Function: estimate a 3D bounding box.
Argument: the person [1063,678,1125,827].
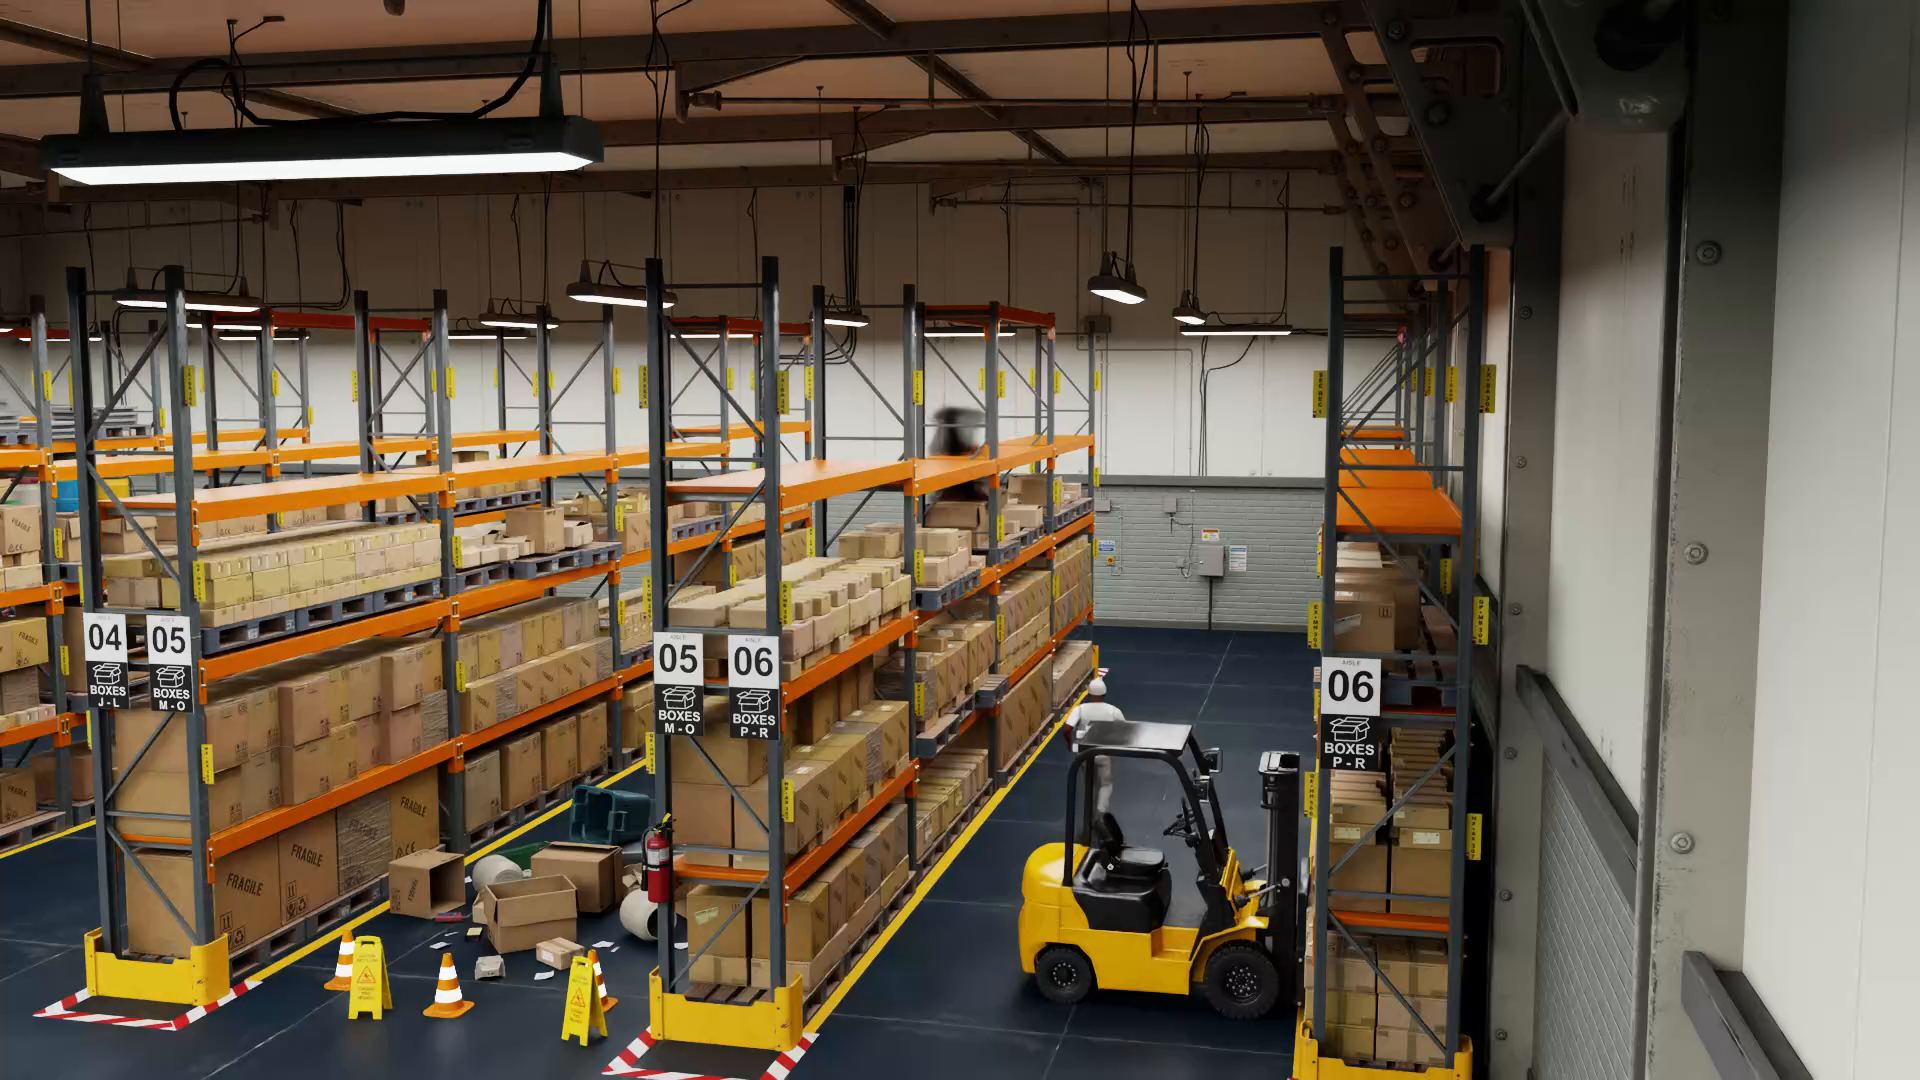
[{"bbox_3d":[1.527,2.409,18.617,0.708,1.747,0.931,1,6,9],"label":"person"}]
